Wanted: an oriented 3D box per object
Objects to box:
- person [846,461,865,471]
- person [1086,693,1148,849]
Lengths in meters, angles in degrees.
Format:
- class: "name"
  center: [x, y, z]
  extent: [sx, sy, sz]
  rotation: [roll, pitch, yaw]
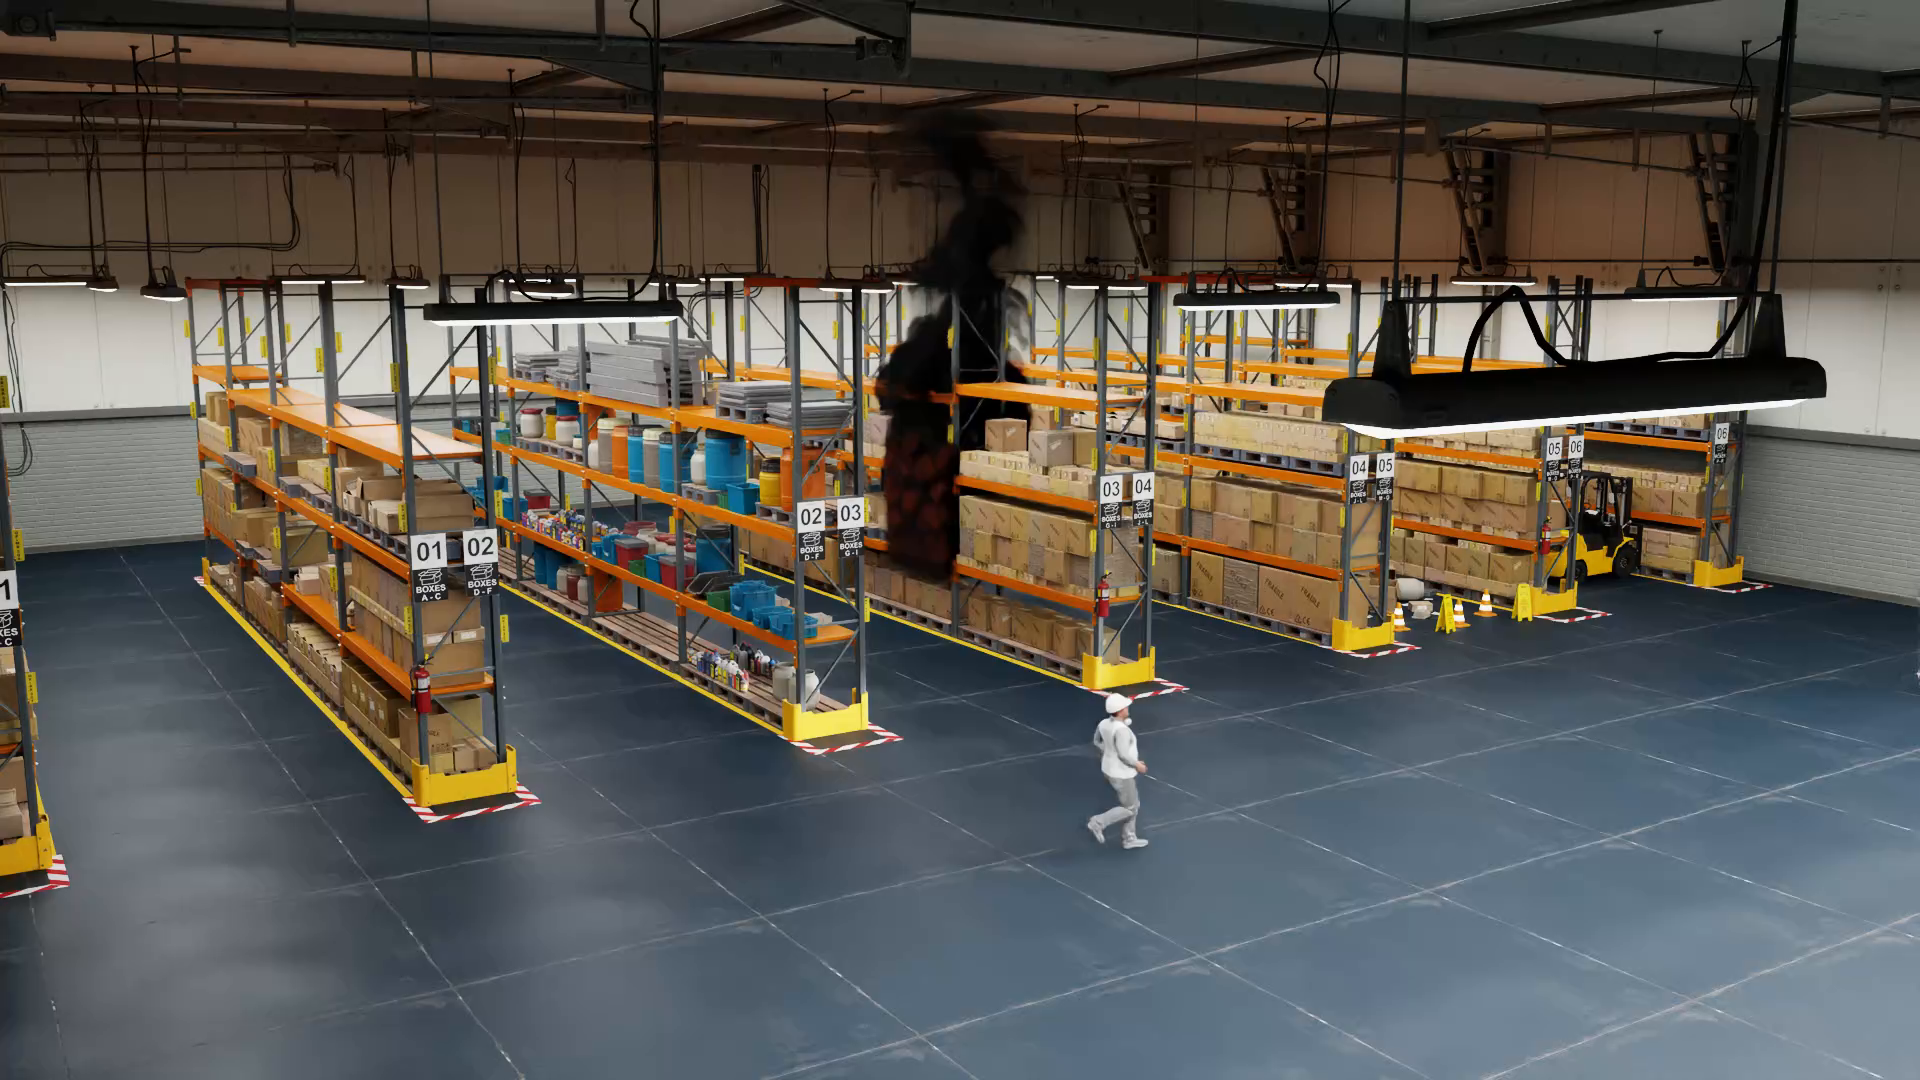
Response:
- class: "person"
  center: [-2.691, -1.514, 41.662]
  extent: [0.766, 1.759, 0.950]
  rotation: [9, 13, 44]
- class: "person"
  center: [1.693, 2.501, 17.899]
  extent: [0.762, 1.738, 0.672]
  rotation: [-3, 10, -19]
